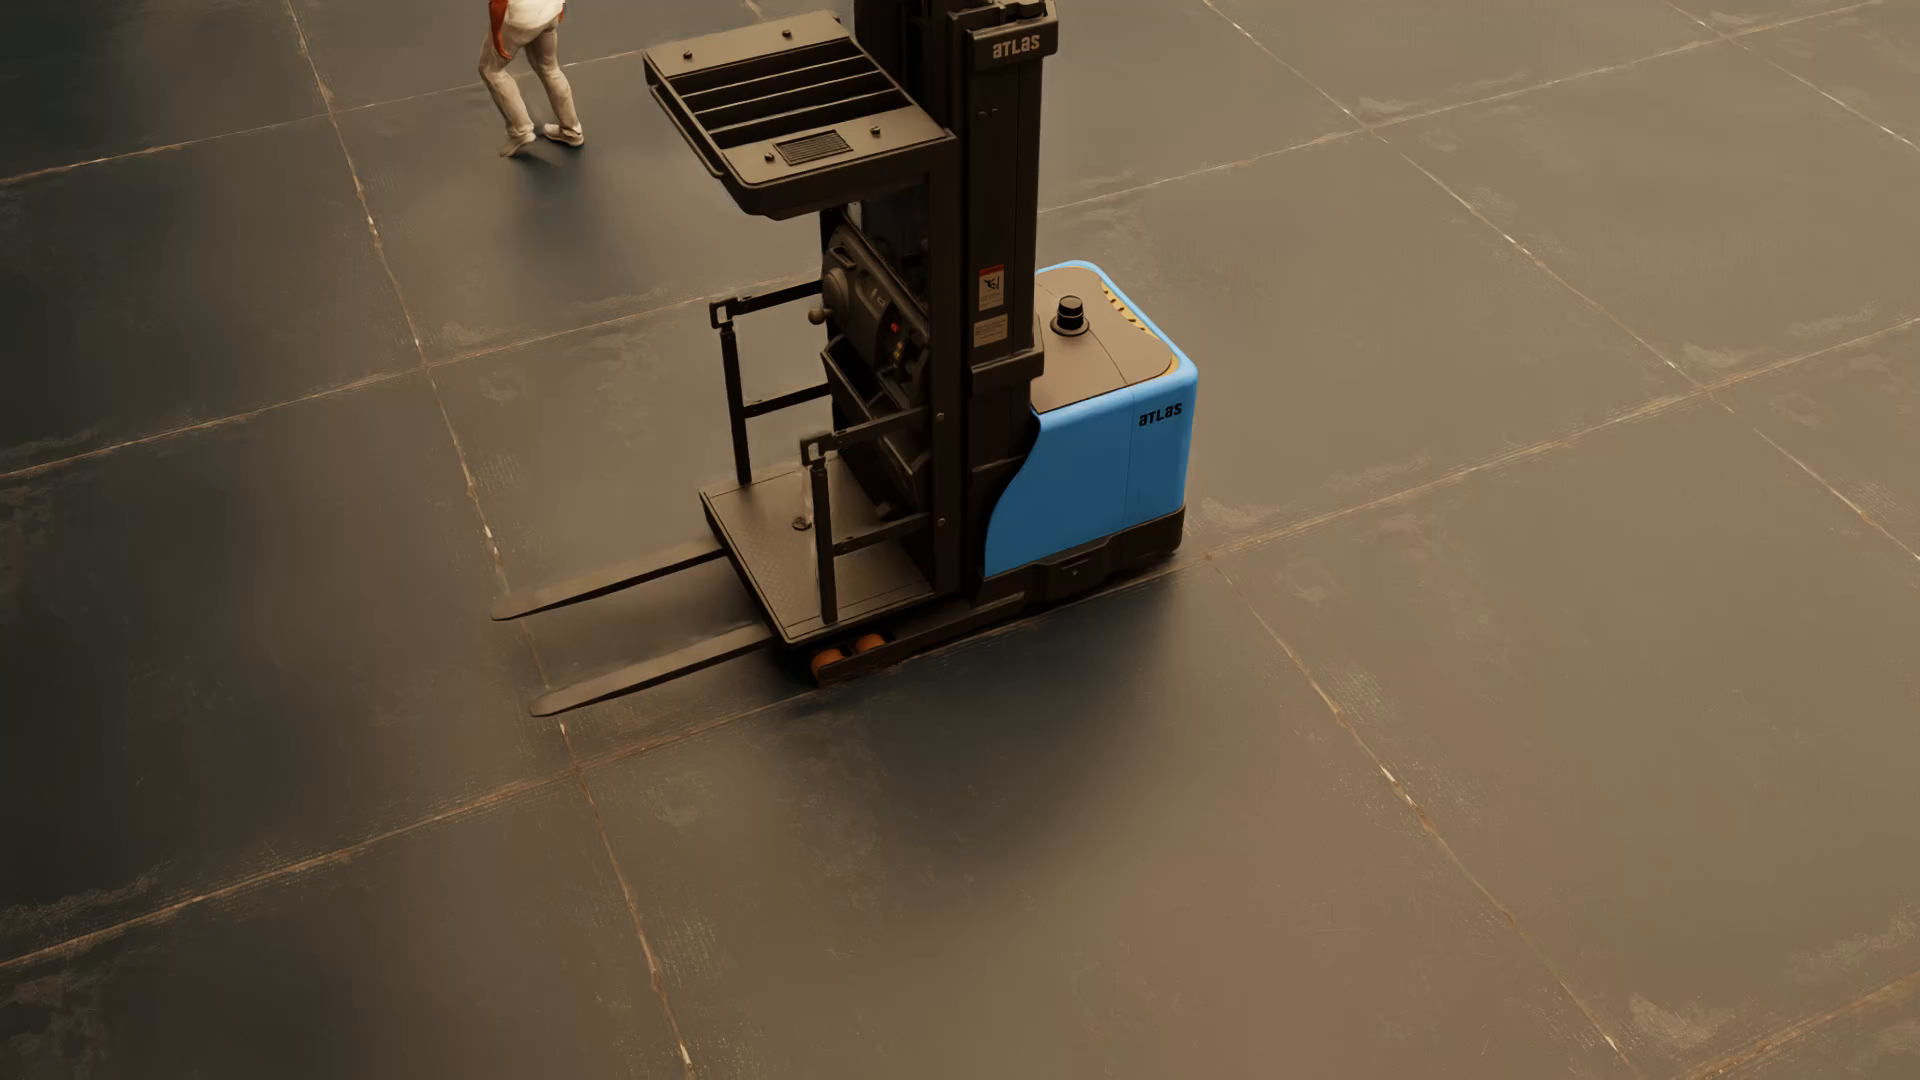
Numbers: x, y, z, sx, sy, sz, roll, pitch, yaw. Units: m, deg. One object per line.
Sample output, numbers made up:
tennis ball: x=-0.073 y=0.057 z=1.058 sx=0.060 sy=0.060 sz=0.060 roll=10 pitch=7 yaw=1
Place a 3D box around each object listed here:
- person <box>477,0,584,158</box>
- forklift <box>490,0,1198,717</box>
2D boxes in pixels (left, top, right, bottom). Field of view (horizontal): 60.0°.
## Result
person: x=-2.622 y=-3.147 z=9.954 sx=0.498 sy=1.786 sz=0.677 roll=20 pitch=47 yaw=20
forklift: x=-0.526 y=-0.856 z=6.597 sx=3.031 sy=2.935 sz=1.130 roll=-19 pitch=46 yaw=-19
